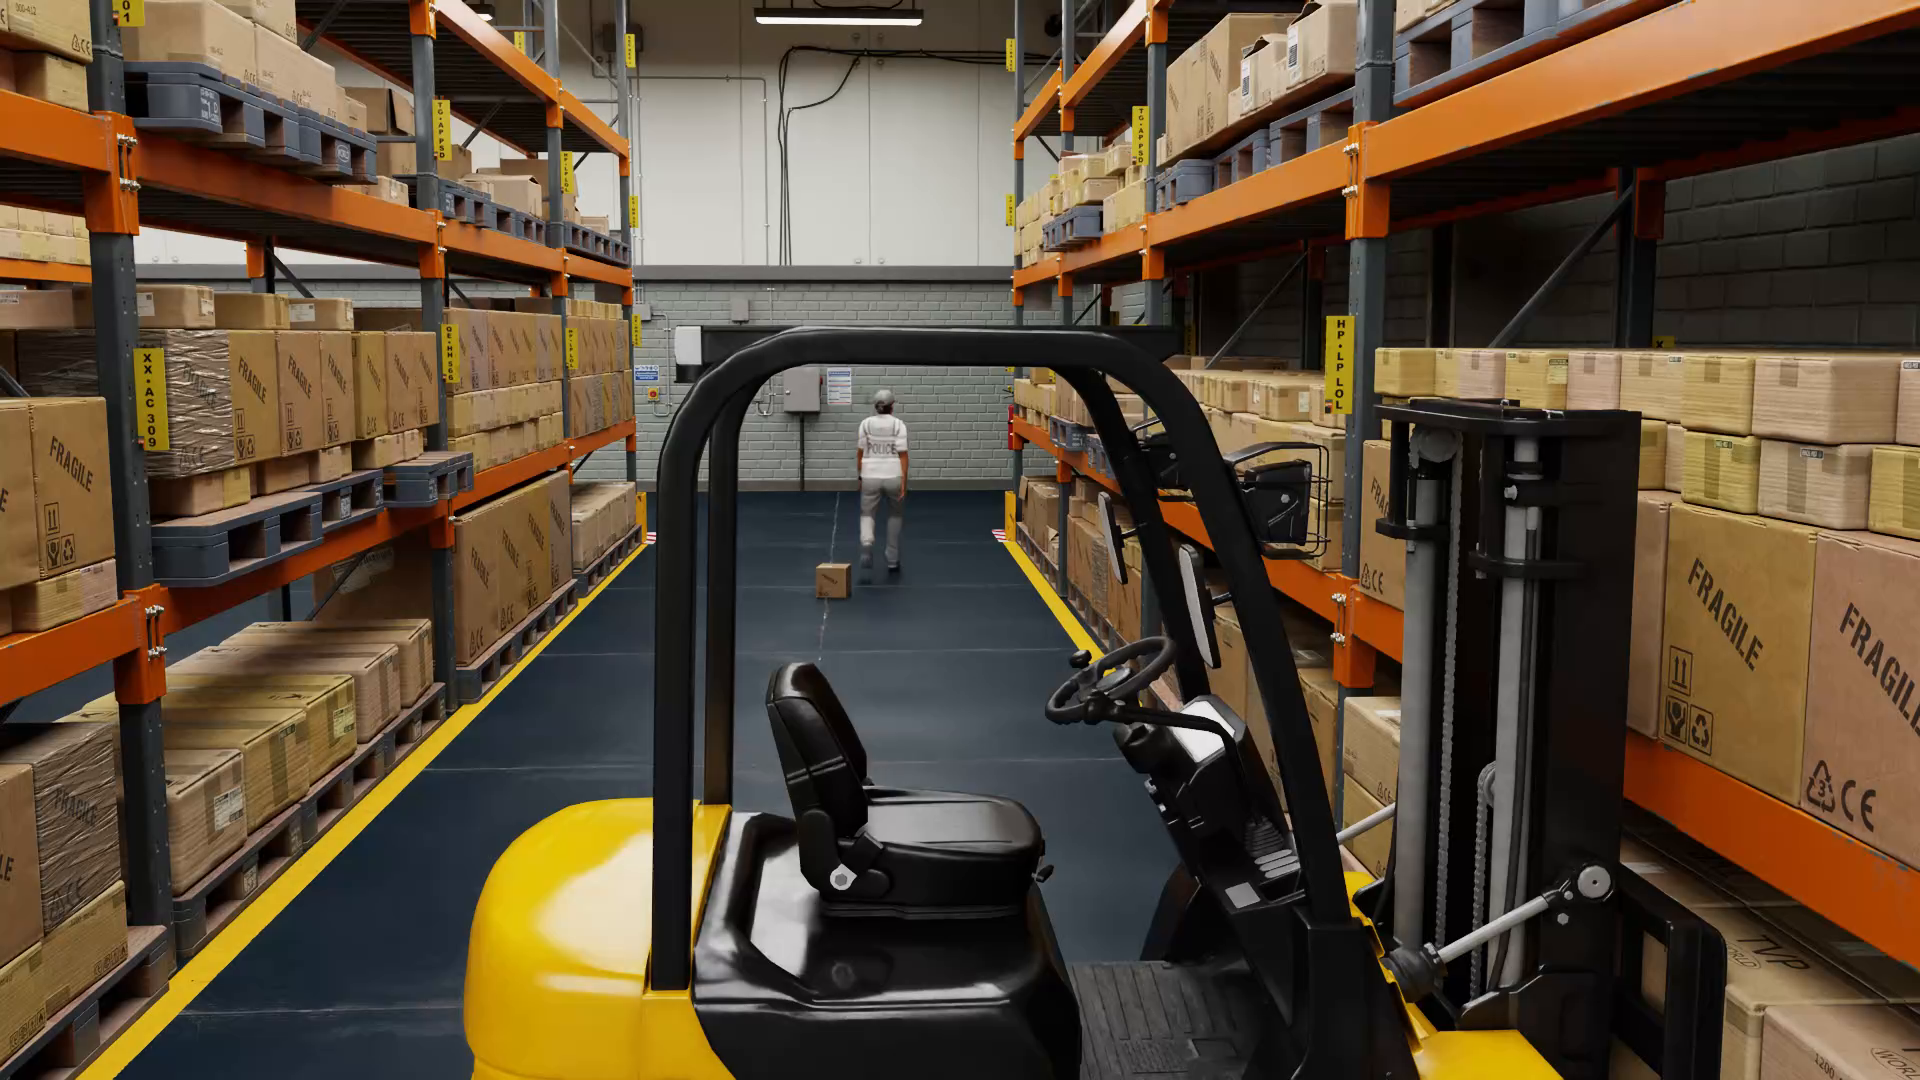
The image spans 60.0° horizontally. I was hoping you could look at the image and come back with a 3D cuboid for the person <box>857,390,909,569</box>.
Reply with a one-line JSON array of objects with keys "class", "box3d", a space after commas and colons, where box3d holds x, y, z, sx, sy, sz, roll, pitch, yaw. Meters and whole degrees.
[{"class": "person", "box3d": [-0.696, -0.536, 15.001, 0.470, 1.635, 0.761, 0, 7, 2]}]
